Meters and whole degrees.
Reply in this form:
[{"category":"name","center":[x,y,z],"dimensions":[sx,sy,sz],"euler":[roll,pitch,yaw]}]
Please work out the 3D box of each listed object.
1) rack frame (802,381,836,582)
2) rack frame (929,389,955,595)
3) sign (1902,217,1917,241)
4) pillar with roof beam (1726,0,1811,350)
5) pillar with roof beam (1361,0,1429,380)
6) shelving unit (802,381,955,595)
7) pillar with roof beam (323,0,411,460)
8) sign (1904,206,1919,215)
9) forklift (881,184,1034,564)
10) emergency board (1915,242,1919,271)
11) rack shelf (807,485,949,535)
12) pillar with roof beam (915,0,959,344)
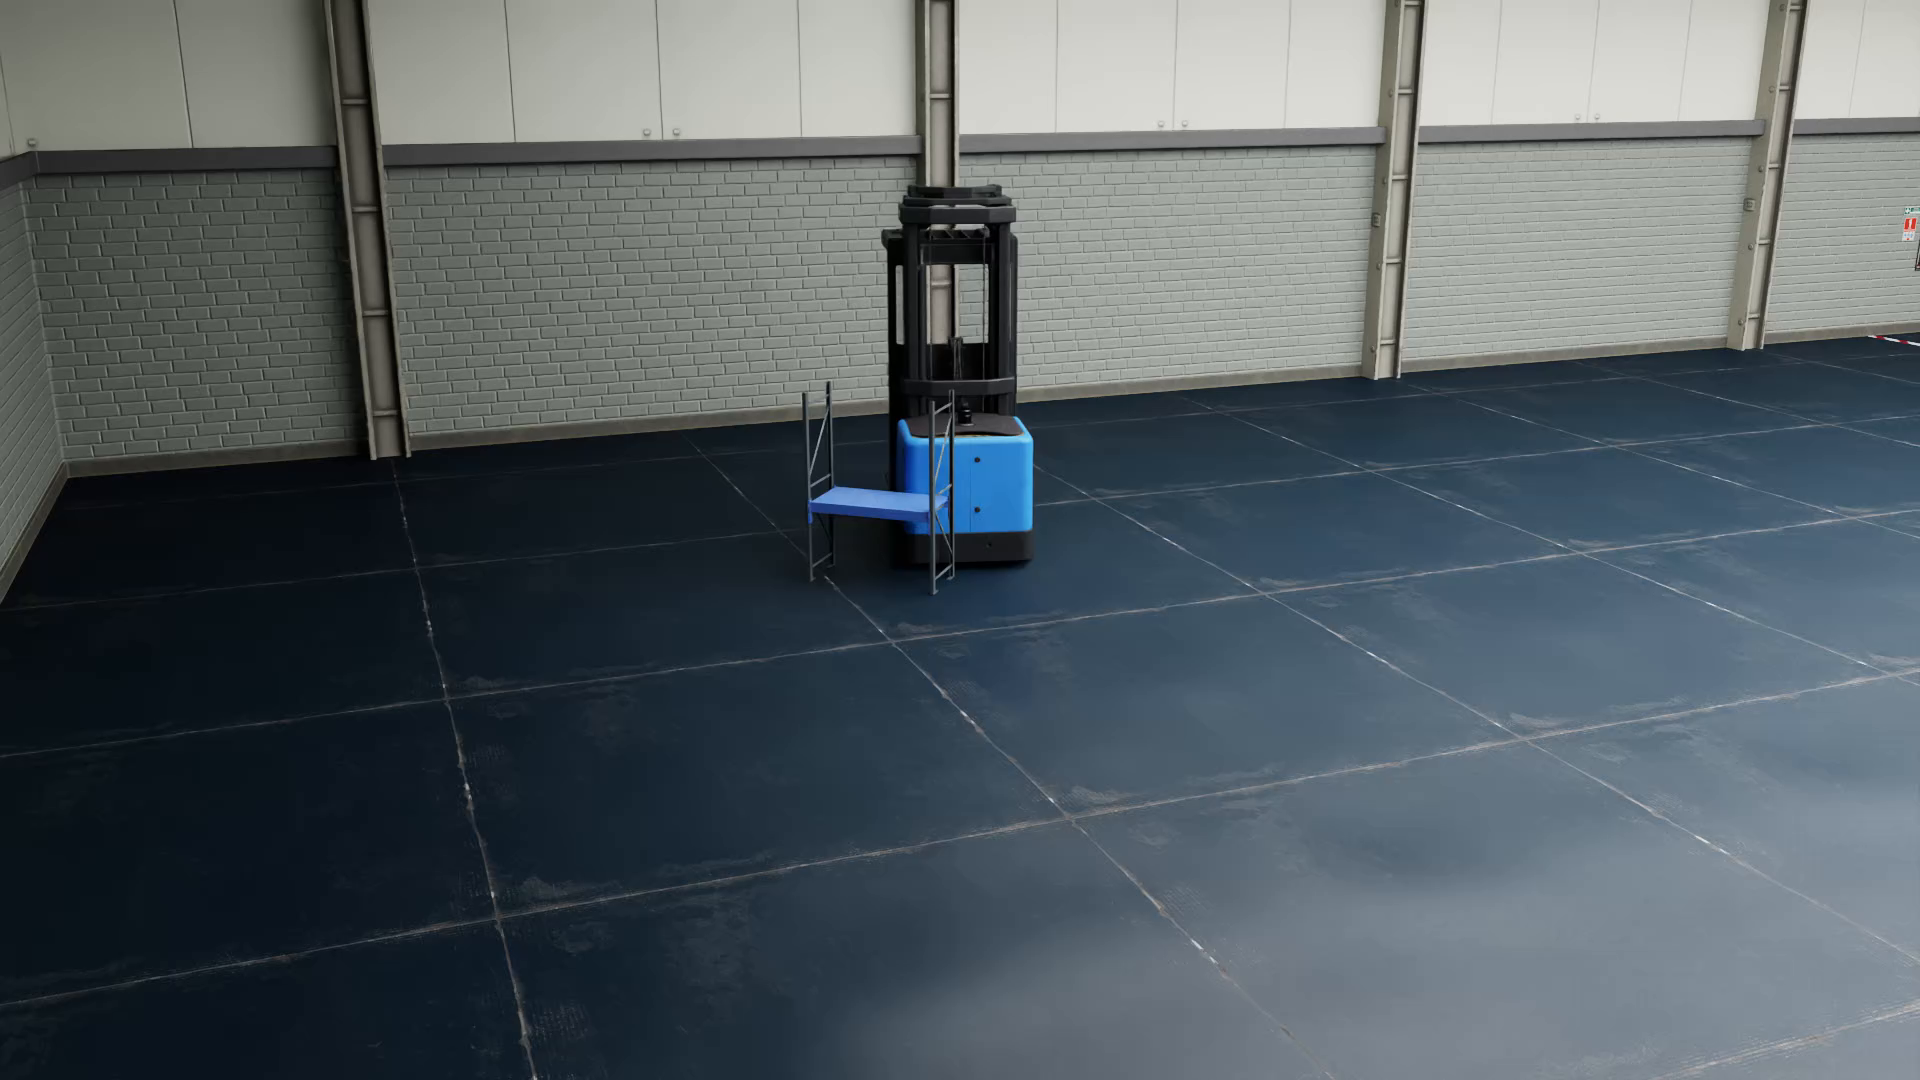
[{"category":"rack frame","center":[-1.099,-0.458,12.995],"dimensions":[0.032,1.500,0.500],"euler":[5,17,18]},{"category":"rack frame","center":[-0.136,-0.366,12.682],"dimensions":[0.032,1.500,0.500],"euler":[5,17,18]},{"category":"sign","center":[13.687,-4.481,23.969],"dimensions":[0.234,0.329,0.001],"euler":[-6,17,-20]},{"category":"pillar with roof beam","center":[12.500,-5.872,18.123],"dimensions":[0.400,9.000,9.100],"euler":[-6,17,-20]},{"category":"pillar with roof beam","center":[6.897,-5.267,16.063],"dimensions":[0.400,9.000,9.100],"euler":[-6,17,-20]},{"category":"shelving unit","center":[-0.618,-0.412,12.838],"dimensions":[1.048,1.500,0.538],"euler":[5,17,18]},{"category":"pillar with roof beam","center":[-4.309,-4.057,11.944],"dimensions":[0.400,9.000,9.100],"euler":[-6,17,-20]},{"category":"sign","center":[13.695,-4.733,23.888],"dimensions":[0.331,0.109,0.001],"euler":[-6,17,-20]},{"category":"forklift","center":[-0.093,-1.586,14.298],"dimensions":[1.130,2.935,3.031],"euler":[-2,16,-6]},{"category":"emergency board","center":[14.226,-4.496,24.085],"dimensions":[0.626,1.169,0.157],"euler":[-6,17,-20]},{"category":"rack shelf","center":[-0.618,-0.239,12.889],"dimensions":[1.000,0.185,0.538],"euler":[5,17,18]},{"category":"pillar with roof beam","center":[1.294,-4.662,14.003],"dimensions":[0.400,9.000,9.100],"euler":[-6,17,-20]}]
